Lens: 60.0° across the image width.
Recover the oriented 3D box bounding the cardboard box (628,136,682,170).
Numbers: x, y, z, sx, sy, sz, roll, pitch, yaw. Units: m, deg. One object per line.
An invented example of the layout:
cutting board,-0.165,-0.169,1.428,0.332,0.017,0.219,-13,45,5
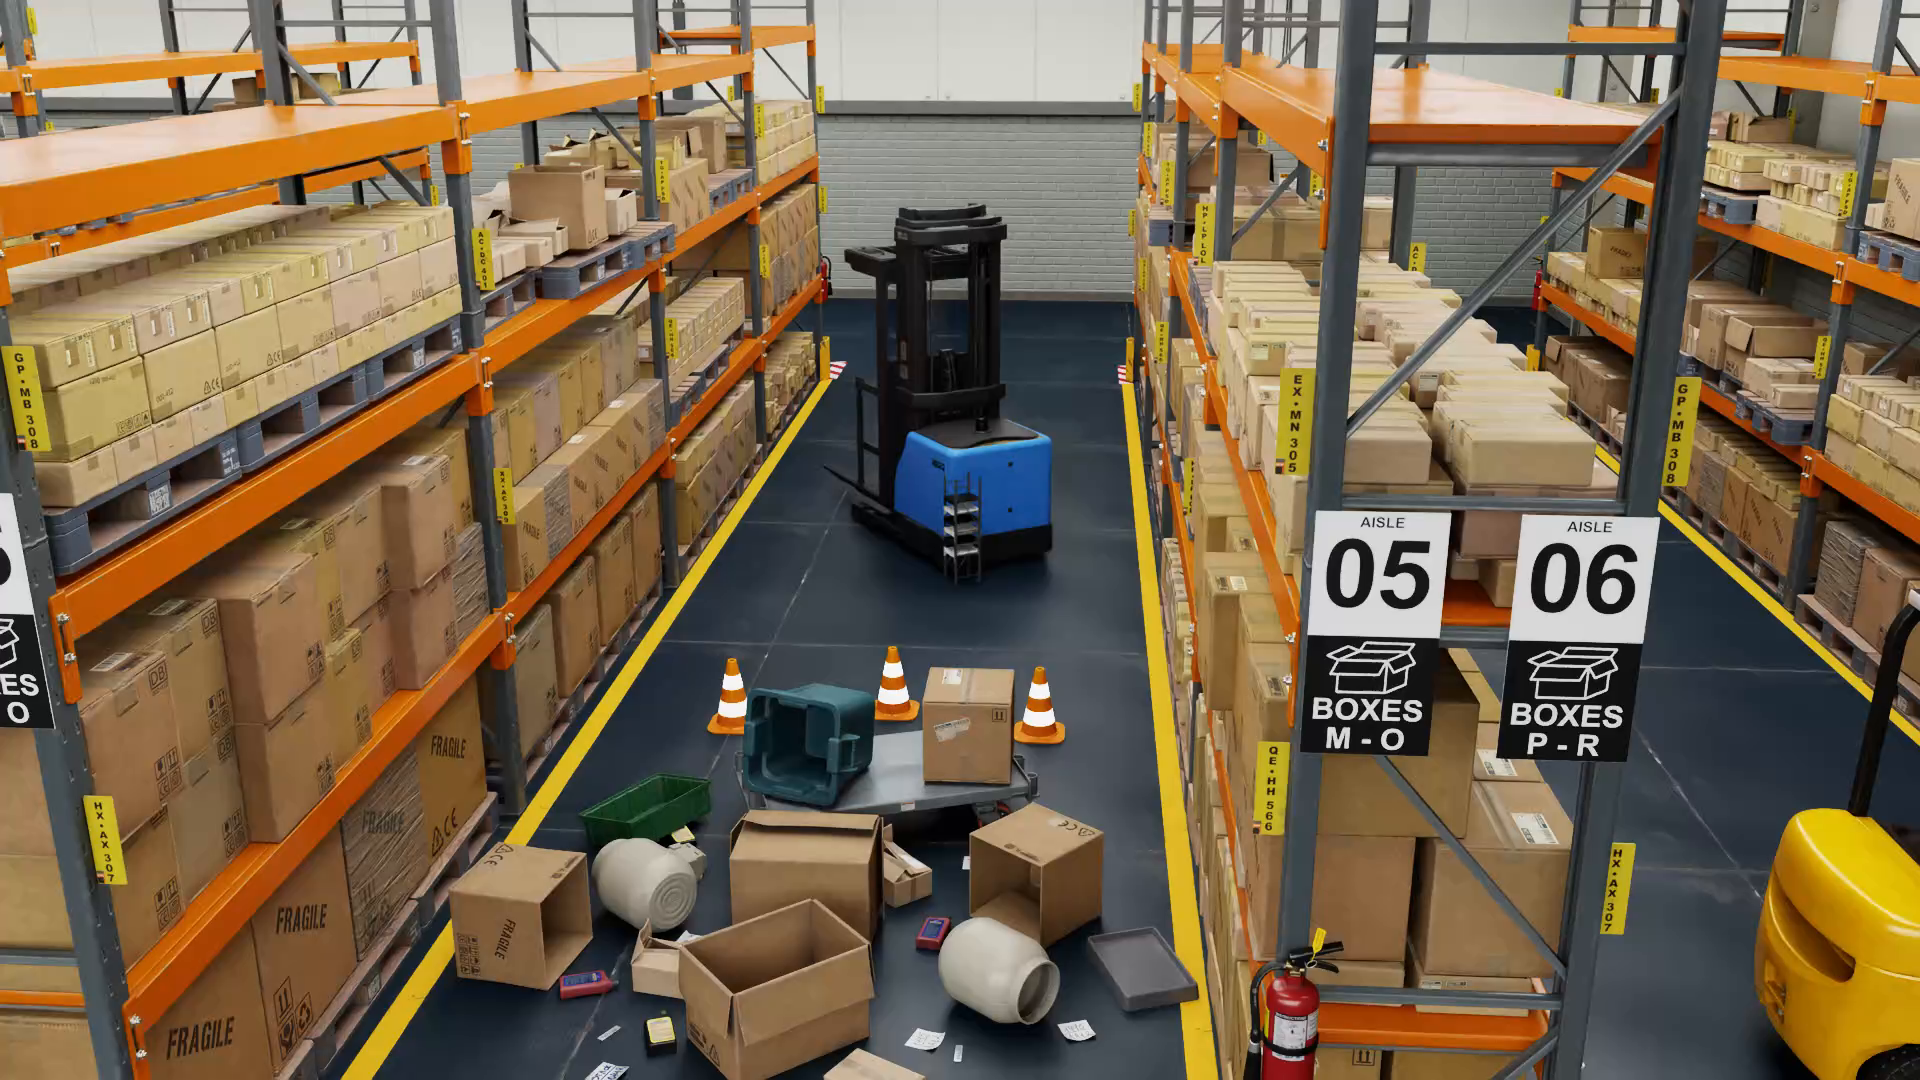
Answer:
cardboard box,-2.484,-3.166,13.561,0.396,0.266,0.258,1,18,4

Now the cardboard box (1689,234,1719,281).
cardboard box,7.730,-2.986,17.778,0.500,0.500,0.500,1,18,2

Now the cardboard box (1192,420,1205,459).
cardboard box,1.672,-0.419,10.073,0.500,0.500,0.500,1,18,4

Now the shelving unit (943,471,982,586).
shelving unit,0.019,-0.096,13.771,0.258,0.900,0.210,-9,20,-25

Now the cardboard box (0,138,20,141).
cardboard box,-7.793,-3.057,13.777,0.797,0.503,0.637,2,18,7

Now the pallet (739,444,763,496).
pallet,-2.592,-0.725,16.797,1.003,0.211,1.213,1,18,4

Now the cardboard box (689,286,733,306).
cardboard box,-2.411,-2.362,16.088,0.380,0.149,0.250,1,18,2

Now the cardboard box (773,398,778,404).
cardboard box,-2.238,-1.484,18.538,0.380,0.149,0.250,1,18,3

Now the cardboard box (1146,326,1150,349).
cardboard box,2.112,-2.011,16.483,0.500,0.250,0.500,1,18,3

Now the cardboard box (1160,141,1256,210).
cardboard box,2.001,-2.955,13.471,0.700,0.500,0.500,0,18,1

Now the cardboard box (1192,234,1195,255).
cardboard box,1.928,-2.183,12.353,0.380,0.149,0.250,1,18,4

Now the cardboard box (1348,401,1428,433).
cardboard box,1.333,-0.362,5.515,0.380,0.149,0.250,2,18,5

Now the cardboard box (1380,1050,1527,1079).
cardboard box,1.881,2.013,6.499,0.500,0.500,0.500,1,18,2

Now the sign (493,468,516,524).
sign,-2.558,-0.244,9.334,0.100,0.325,0.005,1,18,4

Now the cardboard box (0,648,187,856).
cardboard box,-3.333,0.736,5.884,0.875,0.550,0.550,1,18,4

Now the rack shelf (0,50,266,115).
rack shelf,-7.621,-4.132,14.879,1.077,0.370,4.000,1,18,4

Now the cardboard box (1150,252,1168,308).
cardboard box,2.079,-2.447,15.806,0.500,0.500,0.500,1,18,4

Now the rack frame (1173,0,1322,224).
rack frame,2.120,-3.821,12.134,1.000,3.000,0.127,1,18,4

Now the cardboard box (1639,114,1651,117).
cardboard box,7.226,-4.313,17.413,0.500,0.250,0.500,2,18,5

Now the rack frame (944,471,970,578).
rack frame,-0.027,-0.124,13.857,0.240,0.900,0.006,-9,20,-25

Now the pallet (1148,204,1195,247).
pallet,2.113,-2.507,13.244,1.213,0.211,1.003,2,18,6

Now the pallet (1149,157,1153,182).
pallet,2.476,-3.850,17.181,1.003,0.211,1.213,1,18,4

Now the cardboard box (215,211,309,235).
cardboard box,-3.494,-1.555,8.321,0.380,0.149,0.250,1,18,3

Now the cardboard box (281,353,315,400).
cardboard box,-2.946,-0.688,6.958,0.380,0.149,0.250,1,18,4

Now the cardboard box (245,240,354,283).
cardboard box,-2.911,-1.227,7.320,0.380,0.149,0.250,1,18,3

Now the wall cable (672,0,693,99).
wall cable,-3.348,-9.735,25.015,2.277,5.999,0.120,1,18,4

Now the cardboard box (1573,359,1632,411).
cardboard box,7.268,-1.743,18.764,0.500,0.500,0.500,2,18,5

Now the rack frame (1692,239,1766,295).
rack frame,7.358,-2.103,16.524,1.000,3.000,0.127,1,18,4

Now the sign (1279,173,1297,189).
sign,5.119,-5.573,25.787,0.339,0.242,0.001,1,18,4

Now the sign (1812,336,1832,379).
sign,6.529,-1.383,12.593,0.100,0.325,0.005,1,18,4

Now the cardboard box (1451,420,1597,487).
cardboard box,1.775,-0.277,5.256,0.380,0.149,0.250,1,18,4

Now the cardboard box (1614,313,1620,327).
cardboard box,7.166,-2.332,17.626,0.380,0.149,0.250,2,18,5

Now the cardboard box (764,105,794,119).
cardboard box,-2.104,-4.890,19.009,0.380,0.149,0.250,1,18,3

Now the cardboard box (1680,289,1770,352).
cardboard box,7.063,-2.044,15.509,0.700,0.500,0.500,1,18,5

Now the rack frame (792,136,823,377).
rack frame,-2.251,-3.534,20.892,1.000,3.000,0.127,1,18,4

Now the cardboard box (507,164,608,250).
cardboard box,-2.670,-2.224,11.079,0.500,0.500,0.500,1,18,4

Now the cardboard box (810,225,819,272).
cardboard box,-2.027,-3.578,20.386,0.500,0.500,0.500,2,18,5

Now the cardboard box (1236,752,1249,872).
cardboard box,1.351,0.995,6.431,0.500,0.500,0.500,1,18,4

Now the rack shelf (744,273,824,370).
rack shelf,-2.395,-2.571,19.108,1.077,0.370,4.000,1,18,4

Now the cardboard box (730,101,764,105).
cardboard box,-2.538,-5.141,19.776,0.380,0.149,0.250,2,18,6

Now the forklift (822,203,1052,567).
forklift,-0.352,-1.575,15.023,1.130,2.935,3.031,-10,20,-27

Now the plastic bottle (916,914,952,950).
plastic bottle,-0.130,2.027,8.638,0.133,0.061,0.283,4,19,13

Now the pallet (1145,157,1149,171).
pallet,2.566,-4.228,18.334,1.003,0.211,1.213,1,18,4

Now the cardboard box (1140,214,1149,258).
cardboard box,2.281,-3.359,18.592,0.500,0.500,0.500,1,18,4

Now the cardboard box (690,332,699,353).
cardboard box,-2.520,-1.740,14.667,0.380,0.149,0.250,1,18,4

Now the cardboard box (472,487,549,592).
cardboard box,-2.805,-0.012,9.982,0.500,0.500,0.500,1,18,5

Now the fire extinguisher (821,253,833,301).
fire extinguisher,-1.773,-3.388,21.169,0.296,0.674,0.183,1,18,4

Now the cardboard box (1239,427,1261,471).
cardboard box,1.359,-0.387,6.873,0.380,0.149,0.250,1,18,3

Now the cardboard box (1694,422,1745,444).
cardboard box,7.056,-0.988,15.418,0.380,0.149,0.250,1,18,4

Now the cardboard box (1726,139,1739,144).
cardboard box,7.453,-3.702,15.677,0.380,0.149,0.250,1,18,3

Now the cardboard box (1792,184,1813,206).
cardboard box,6.913,-2.759,13.310,0.380,0.149,0.250,1,18,4

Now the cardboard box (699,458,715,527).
cardboard box,-2.487,-0.432,14.763,0.500,0.500,0.500,1,18,5

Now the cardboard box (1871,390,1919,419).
cardboard box,6.744,-0.961,11.836,0.380,0.149,0.250,2,18,5

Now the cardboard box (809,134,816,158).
cardboard box,-2.020,-4.741,19.999,0.500,0.250,0.500,1,18,3

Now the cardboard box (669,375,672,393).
cardboard box,-2.591,-1.264,13.693,0.380,0.149,0.250,1,18,3

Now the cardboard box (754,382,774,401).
cardboard box,-2.228,-1.606,17.956,0.380,0.149,0.250,2,18,7
